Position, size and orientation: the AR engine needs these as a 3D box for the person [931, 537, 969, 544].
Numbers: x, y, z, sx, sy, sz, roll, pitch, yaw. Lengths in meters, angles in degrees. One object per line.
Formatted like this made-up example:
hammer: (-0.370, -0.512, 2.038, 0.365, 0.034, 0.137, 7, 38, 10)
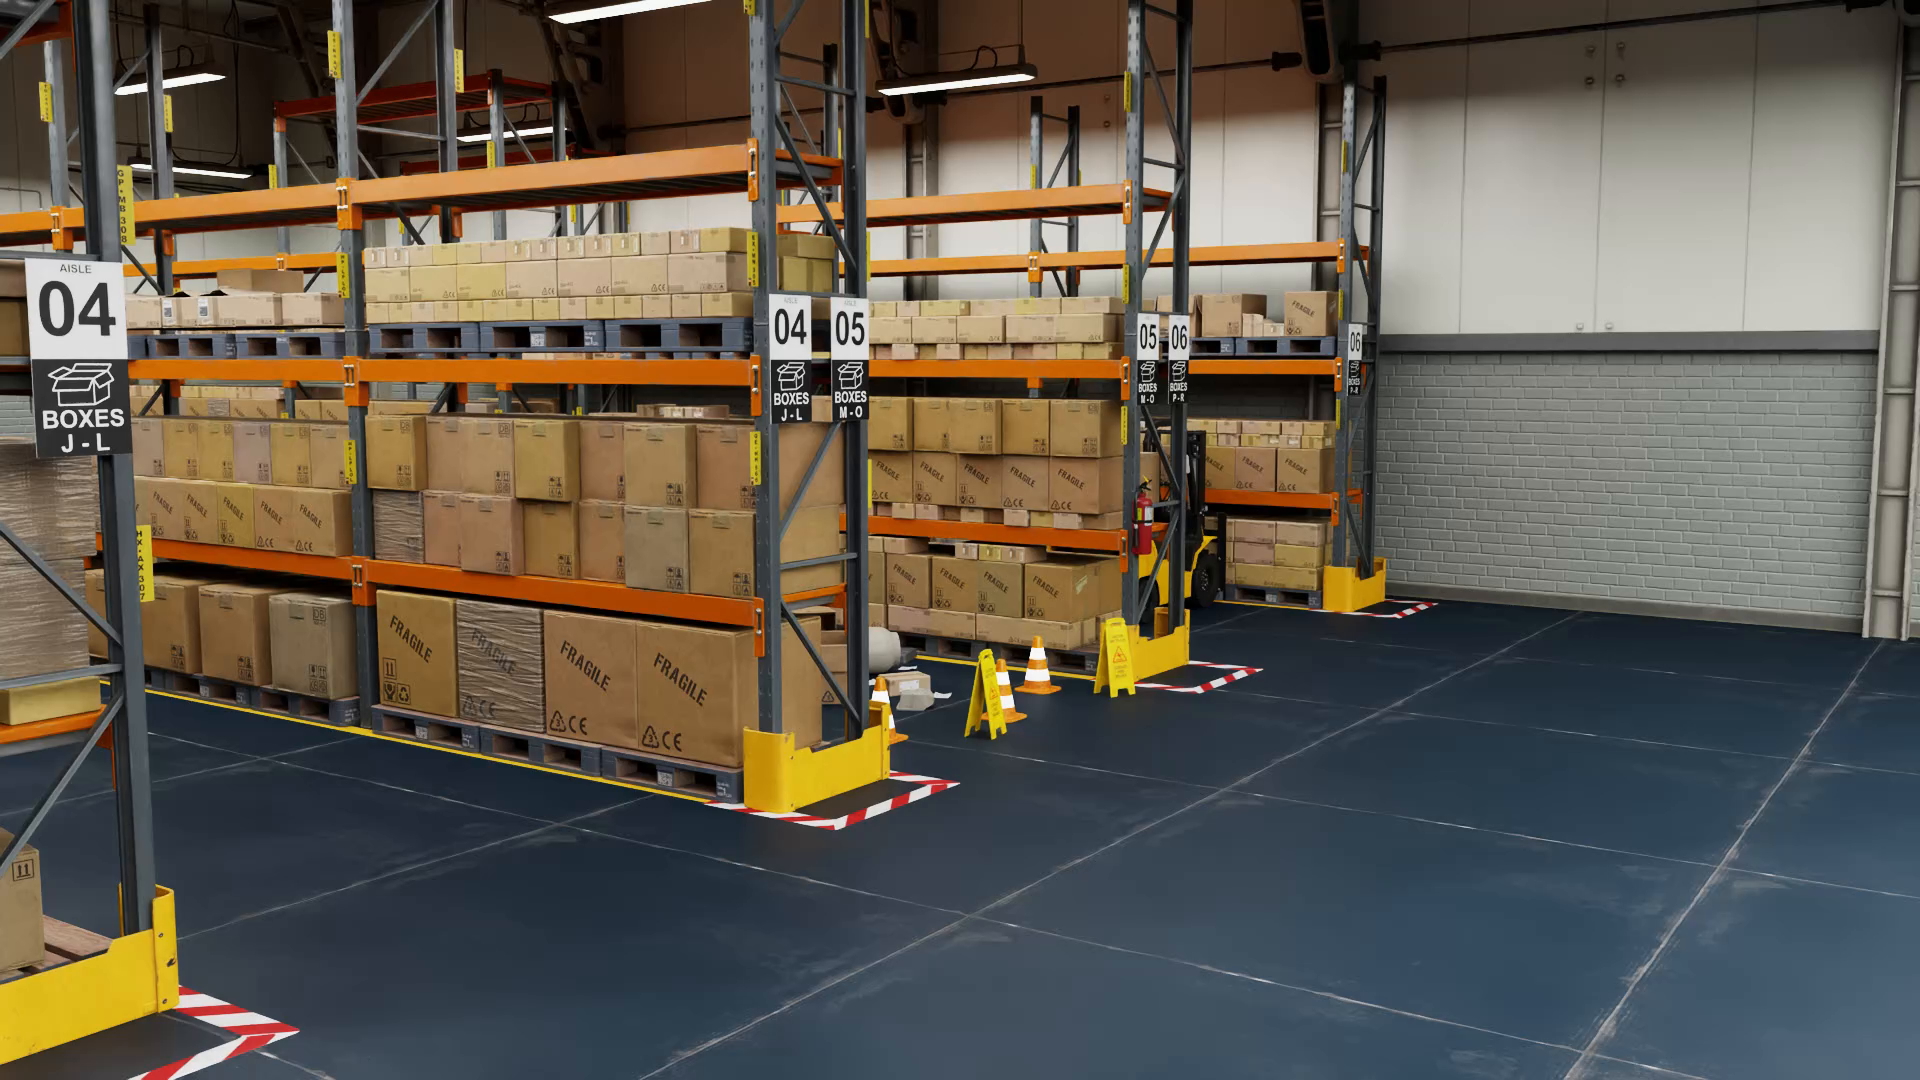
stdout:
person: (-0.023, -0.060, 18.474, 0.645, 1.838, 0.409, 4, 7, 33)
